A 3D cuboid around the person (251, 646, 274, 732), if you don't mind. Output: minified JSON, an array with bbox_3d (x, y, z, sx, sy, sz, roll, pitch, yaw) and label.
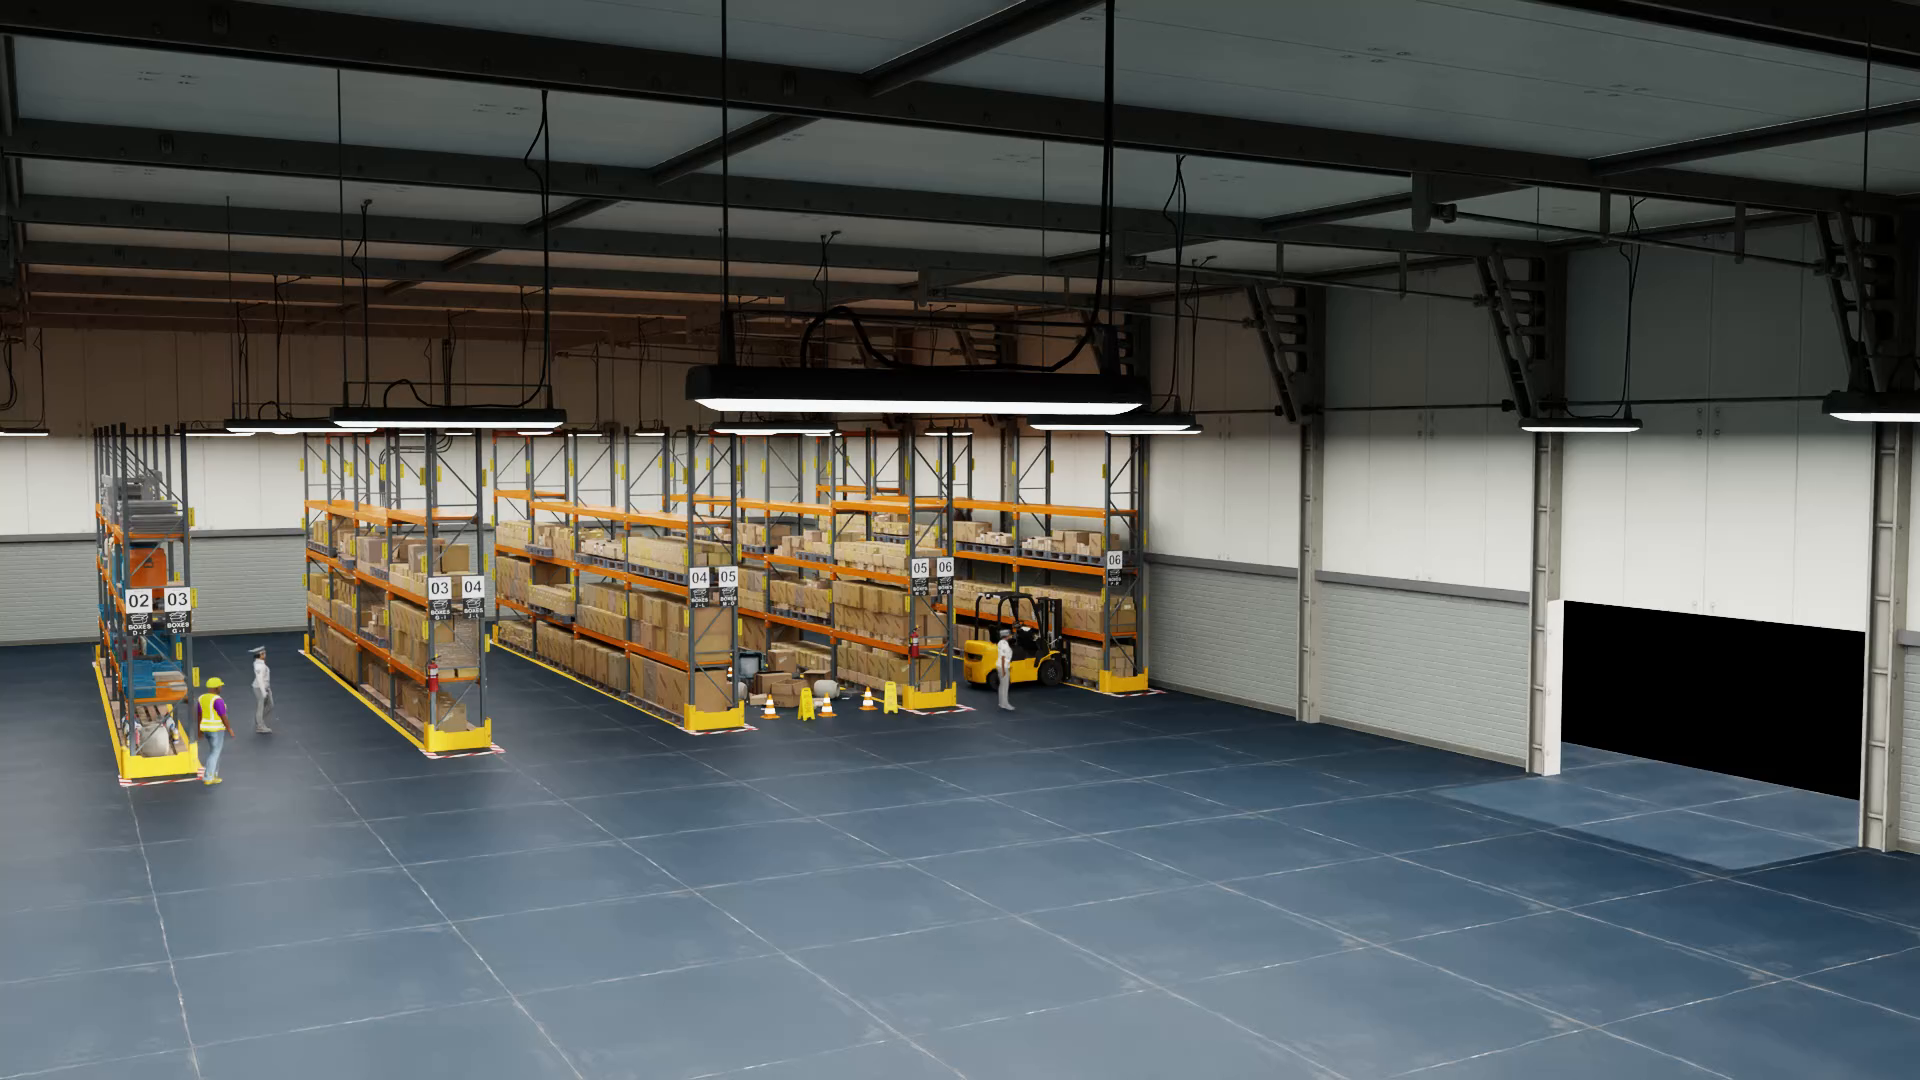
[{"bbox_3d":[-13.661,2.928,32.529,0.362,1.707,0.527,0,3,-3],"label":"person"}]

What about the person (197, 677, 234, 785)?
[{"bbox_3d":[-12.367,3.182,27.574,0.592,1.812,0.522,2,4,26],"label":"person"}]

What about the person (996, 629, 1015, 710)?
[{"bbox_3d":[0.953,2.751,35.439,0.381,1.686,0.513,0,3,-7],"label":"person"}]
